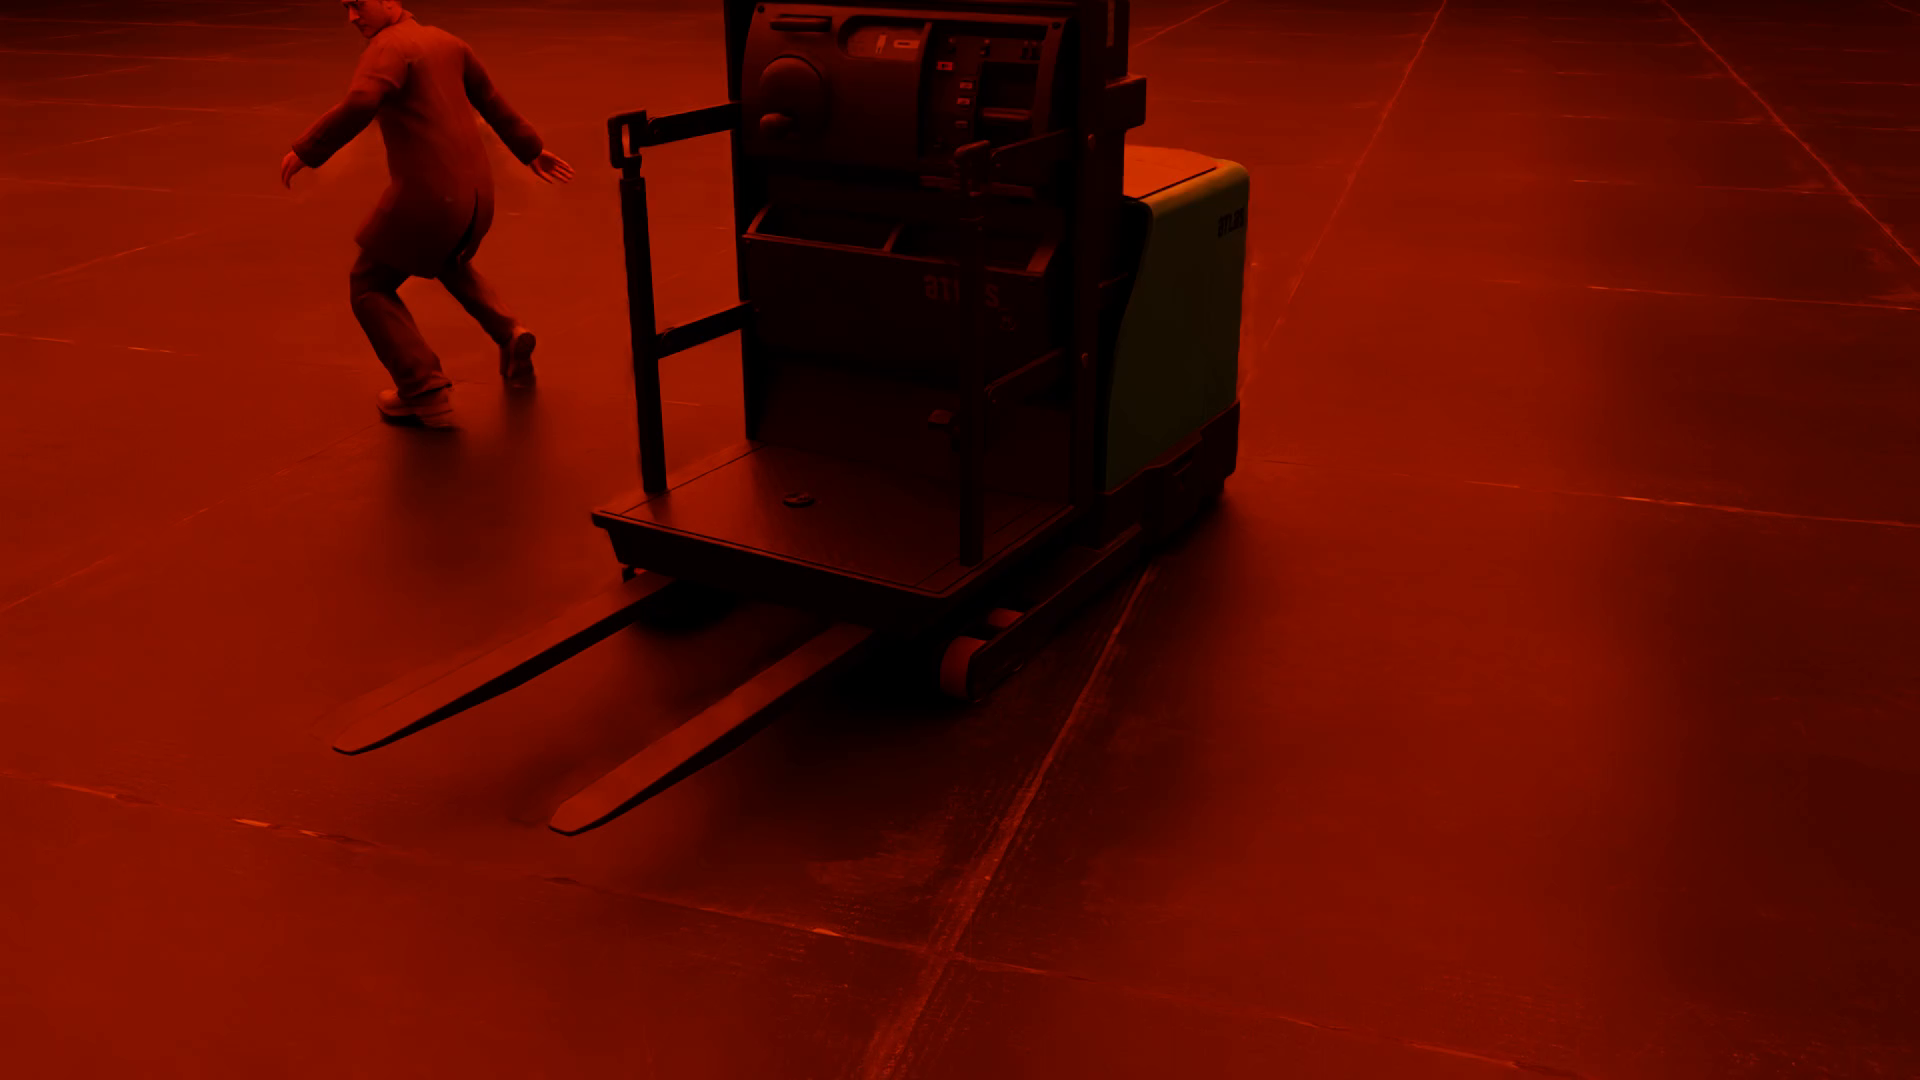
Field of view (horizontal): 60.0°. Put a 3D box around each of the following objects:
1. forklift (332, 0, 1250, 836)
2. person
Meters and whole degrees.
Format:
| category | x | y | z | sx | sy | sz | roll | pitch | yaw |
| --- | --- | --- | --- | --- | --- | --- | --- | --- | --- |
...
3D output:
| category | x | y | z | sx | sy | sz | roll | pitch | yaw |
| --- | --- | --- | --- | --- | --- | --- | --- | --- | --- |
| forklift | -0.266 | -1.149 | 4.063 | 1.130 | 2.935 | 3.031 | 13 | 26 | 28 |
| person | -1.968 | -1.272 | 6.229 | 0.571 | 1.701 | 1.078 | 8 | 24 | 19 |
